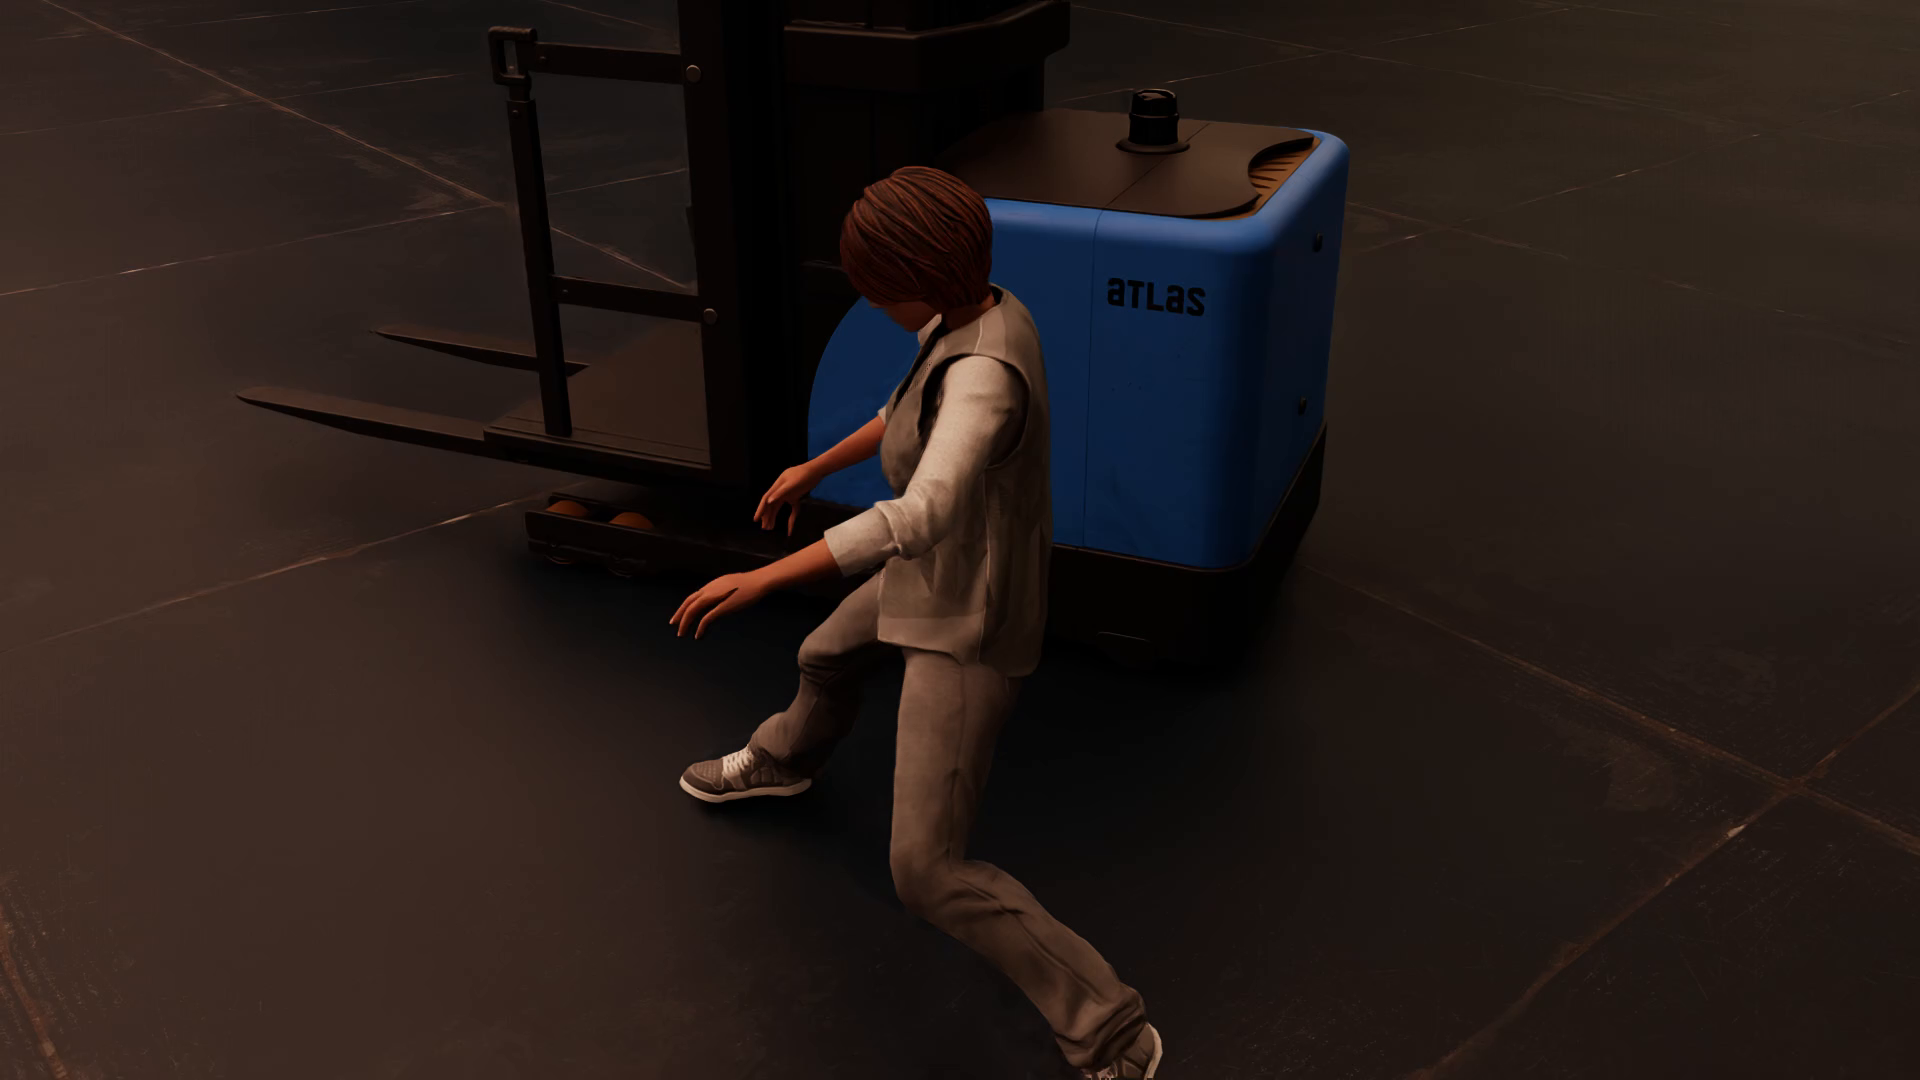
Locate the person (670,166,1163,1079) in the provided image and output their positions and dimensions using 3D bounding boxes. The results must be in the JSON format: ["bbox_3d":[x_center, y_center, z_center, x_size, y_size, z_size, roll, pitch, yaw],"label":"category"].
[{"bbox_3d":[-0.124,0.113,2.706,0.867,1.428,1.073,-1,26,-2],"label":"person"}]

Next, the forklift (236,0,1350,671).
[{"bbox_3d":[-0.588,-1.420,4.065,3.031,2.935,1.130,10,28,20],"label":"forklift"}]
